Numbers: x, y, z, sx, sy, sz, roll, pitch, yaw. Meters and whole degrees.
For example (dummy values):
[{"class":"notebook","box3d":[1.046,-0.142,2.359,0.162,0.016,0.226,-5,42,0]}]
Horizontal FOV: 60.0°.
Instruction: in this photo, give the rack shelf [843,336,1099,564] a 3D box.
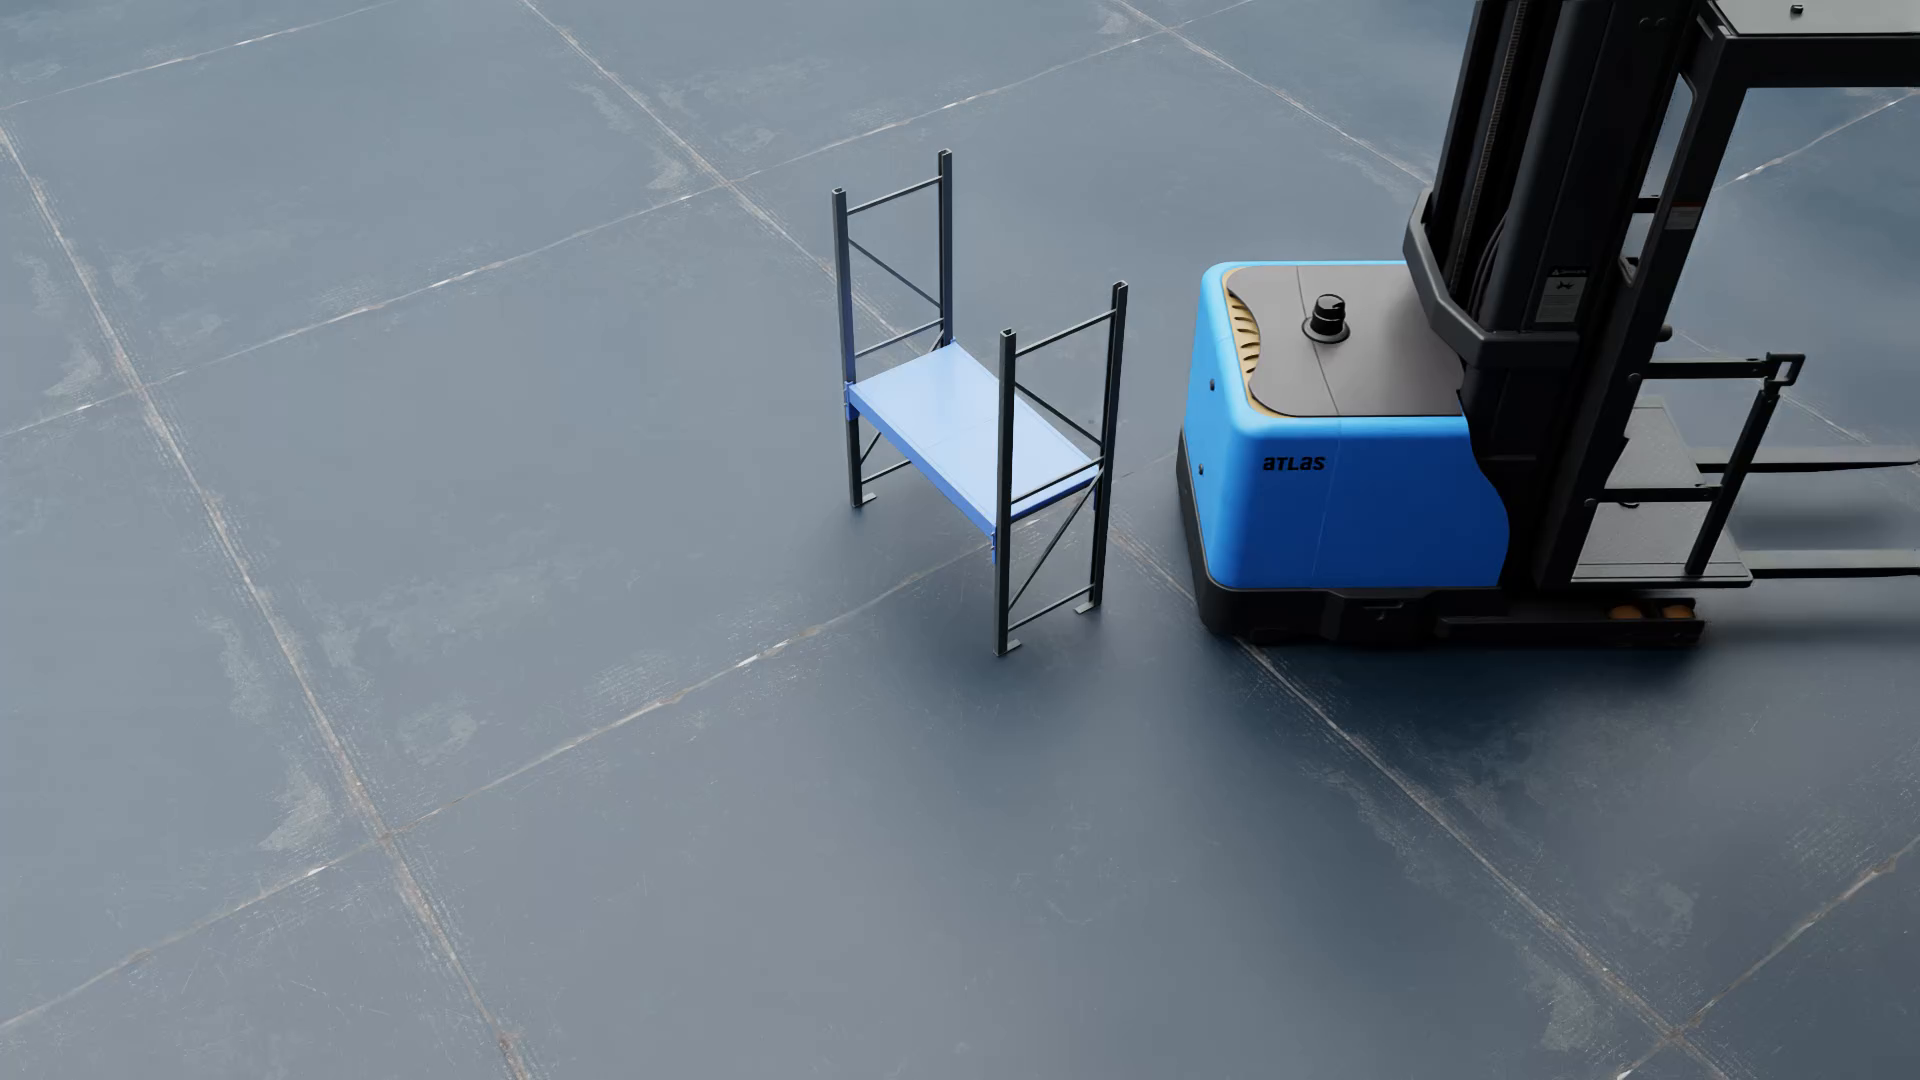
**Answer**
[{"class":"rack shelf","box3d":[0.049,-0.364,6.306,0.538,0.185,1.000,-26,49,-24]}]

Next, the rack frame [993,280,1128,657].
[{"class":"rack frame","box3d":[0.340,-0.206,5.880,0.500,1.500,0.032,-26,49,-24]}]

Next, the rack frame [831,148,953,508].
[{"class":"rack frame","box3d":[-0.242,-0.782,6.483,0.500,1.500,0.032,-26,49,-24]}]

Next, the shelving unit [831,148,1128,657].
[{"class":"shelving unit","box3d":[0.049,-0.494,6.182,0.538,1.500,1.048,-26,49,-24]}]

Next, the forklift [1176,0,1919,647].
[{"class":"forklift","box3d":[2.422,-1.022,5.698,3.031,2.935,1.130,-1,44,-1]}]
